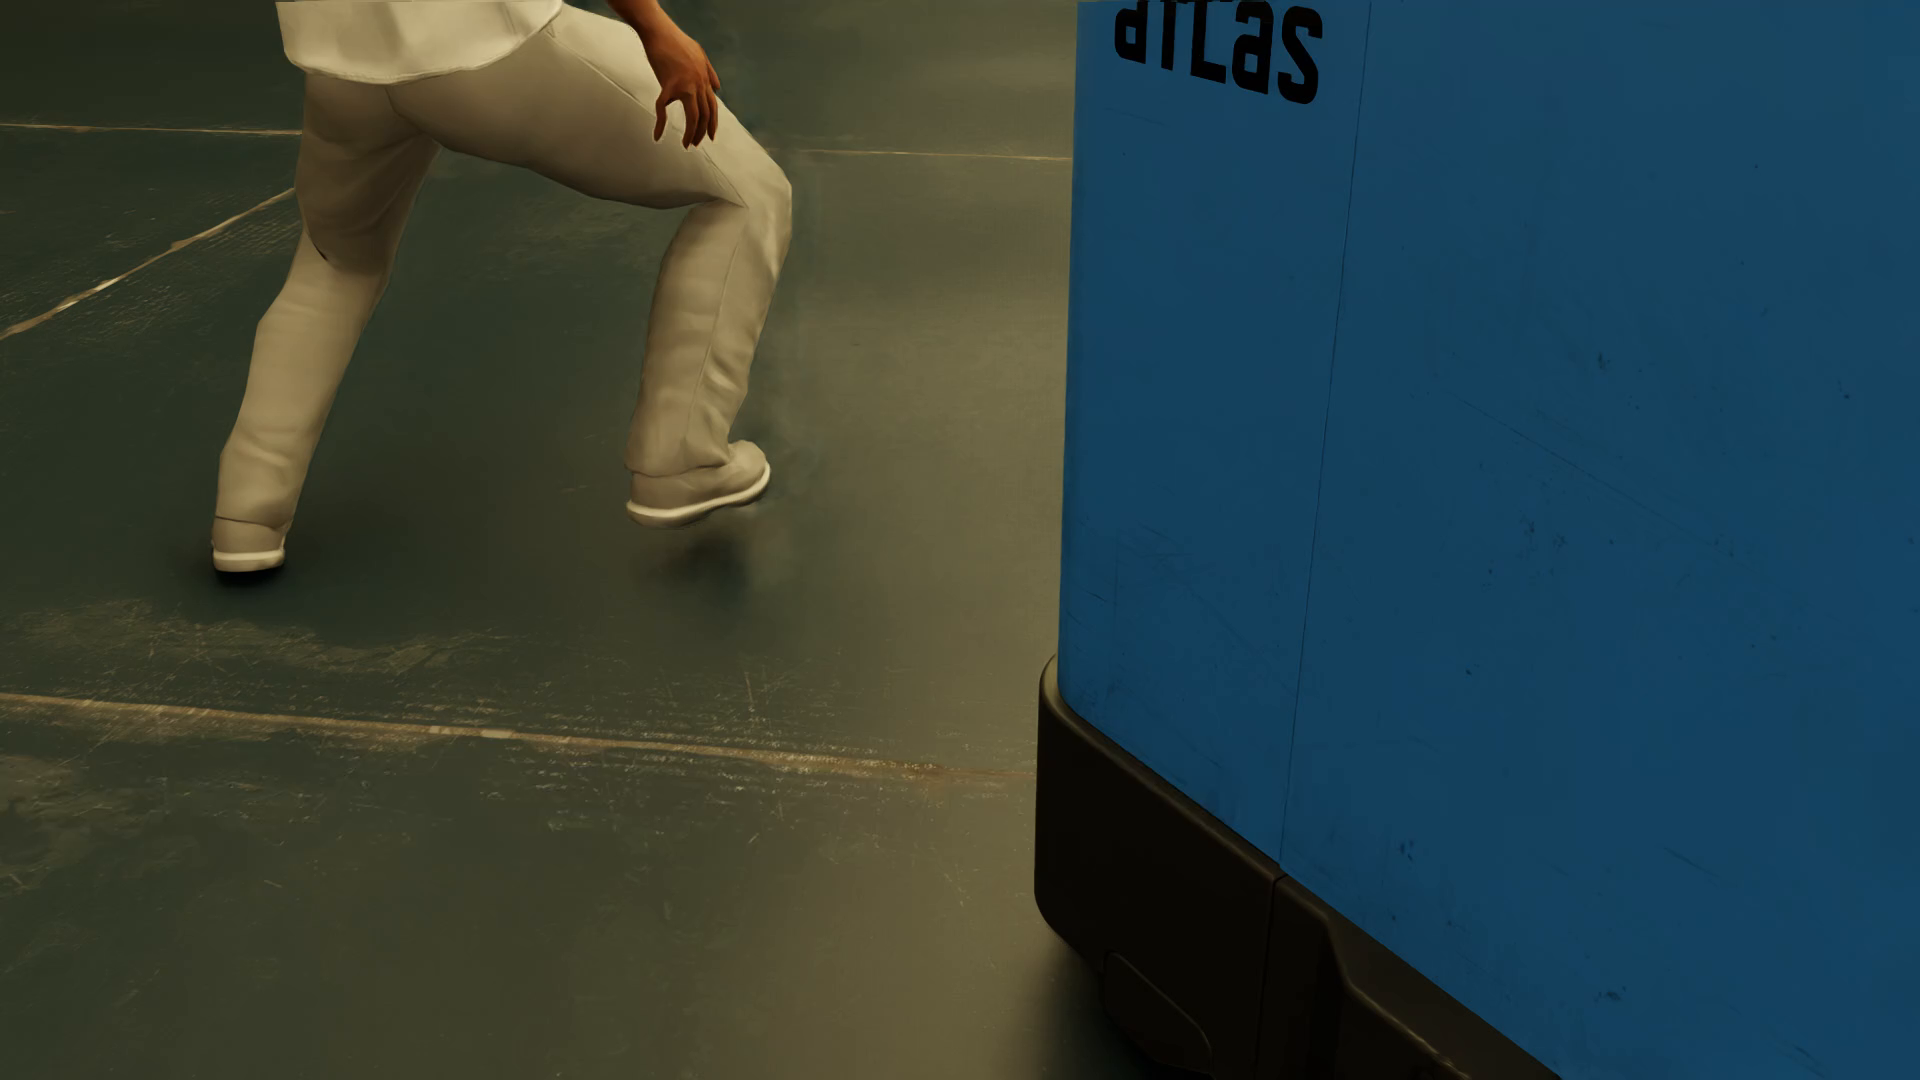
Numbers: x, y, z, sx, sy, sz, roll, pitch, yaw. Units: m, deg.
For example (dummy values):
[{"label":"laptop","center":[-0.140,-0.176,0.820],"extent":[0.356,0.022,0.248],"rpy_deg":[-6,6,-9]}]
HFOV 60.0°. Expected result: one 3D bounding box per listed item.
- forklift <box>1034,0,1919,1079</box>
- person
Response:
[{"label":"forklift","center":[1.305,-0.478,0.174],"extent":[1.130,2.935,3.031],"rpy_deg":[-16,31,-30]},{"label":"person","center":[-0.716,-0.682,2.196],"extent":[0.877,1.546,0.654],"rpy_deg":[15,30,28]}]
